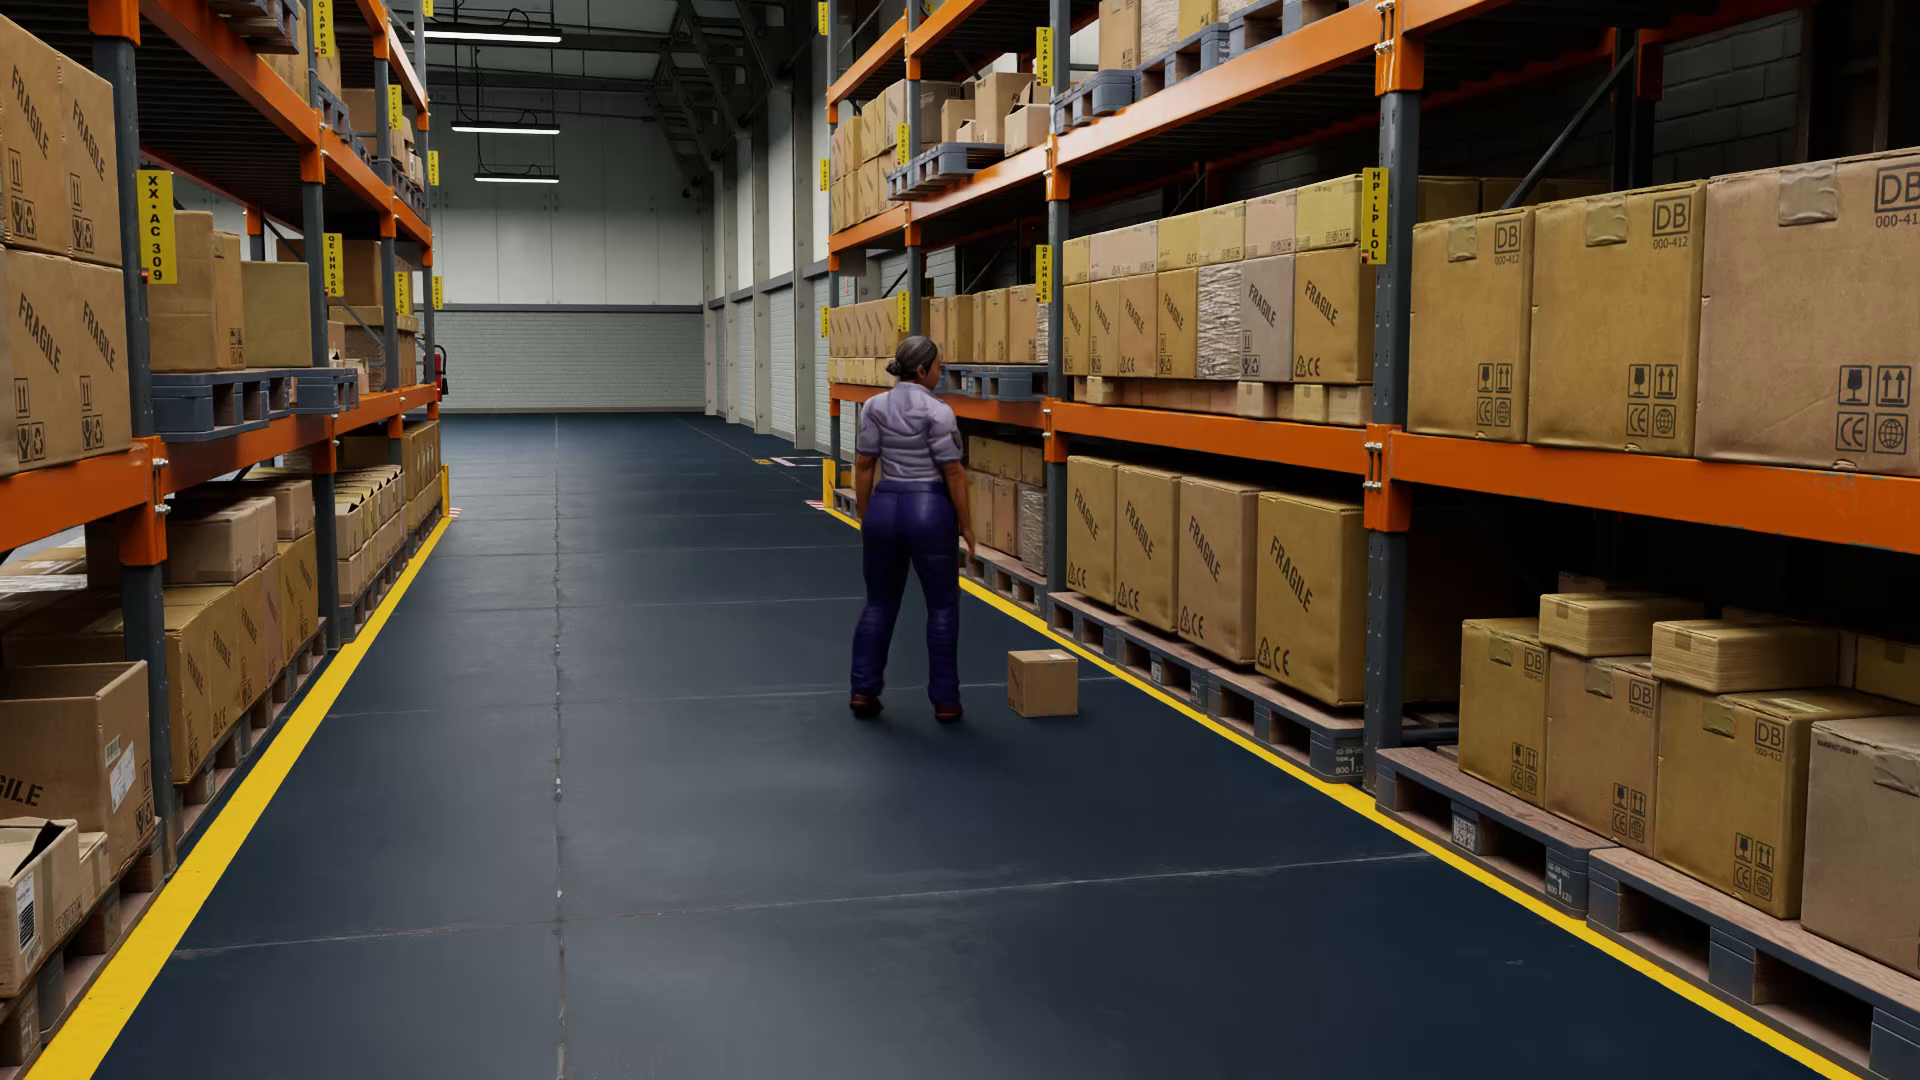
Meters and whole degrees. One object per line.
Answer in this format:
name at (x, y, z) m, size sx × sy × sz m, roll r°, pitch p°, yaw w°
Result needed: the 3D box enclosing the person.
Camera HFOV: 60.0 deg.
person at (-0.207, -0.034, 7.192) m, size 0.577 × 1.685 × 0.376 m, roll 3°, pitch 7°, yaw 29°
